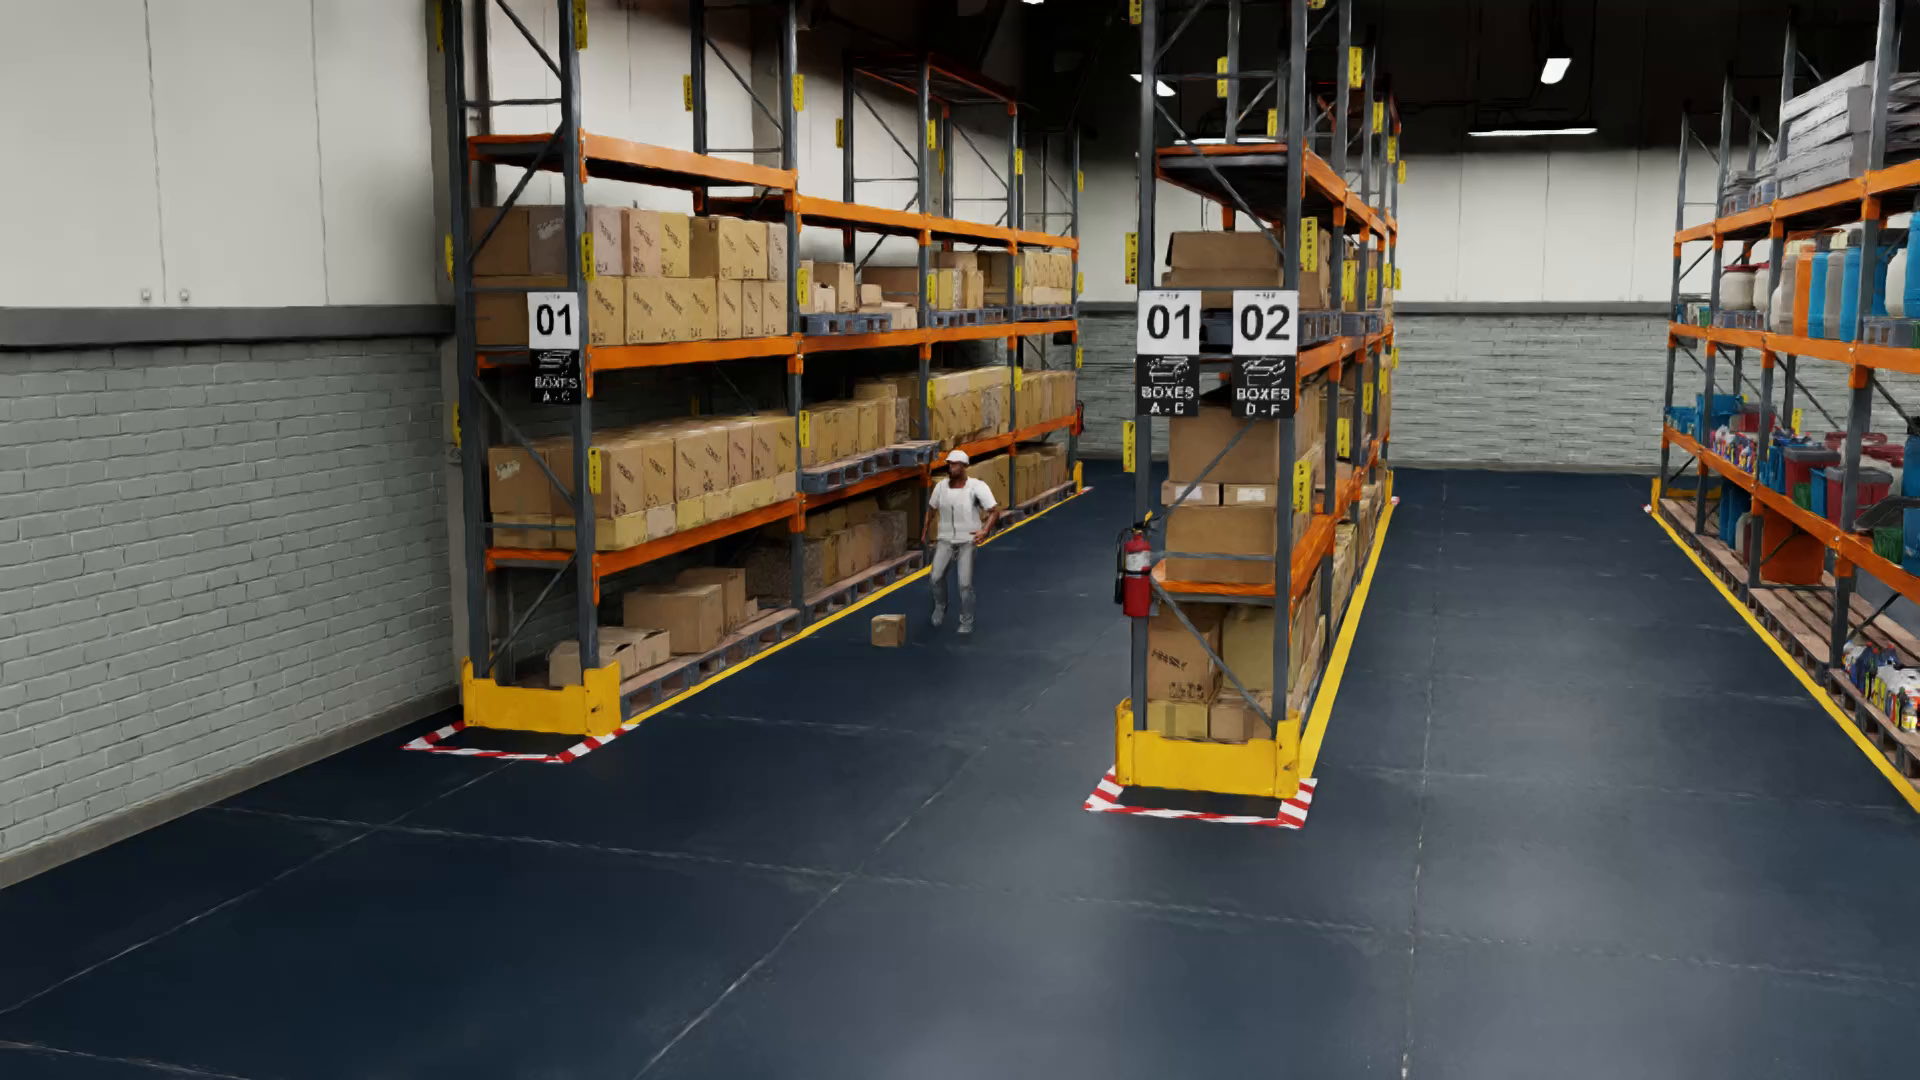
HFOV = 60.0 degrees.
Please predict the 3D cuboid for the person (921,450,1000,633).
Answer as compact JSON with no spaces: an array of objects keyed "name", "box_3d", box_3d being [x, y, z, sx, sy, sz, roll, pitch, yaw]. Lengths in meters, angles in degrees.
[{"name":"person","box_3d":[-0.016,0.015,15.763,0.766,1.737,0.516,3,9,17]}]
